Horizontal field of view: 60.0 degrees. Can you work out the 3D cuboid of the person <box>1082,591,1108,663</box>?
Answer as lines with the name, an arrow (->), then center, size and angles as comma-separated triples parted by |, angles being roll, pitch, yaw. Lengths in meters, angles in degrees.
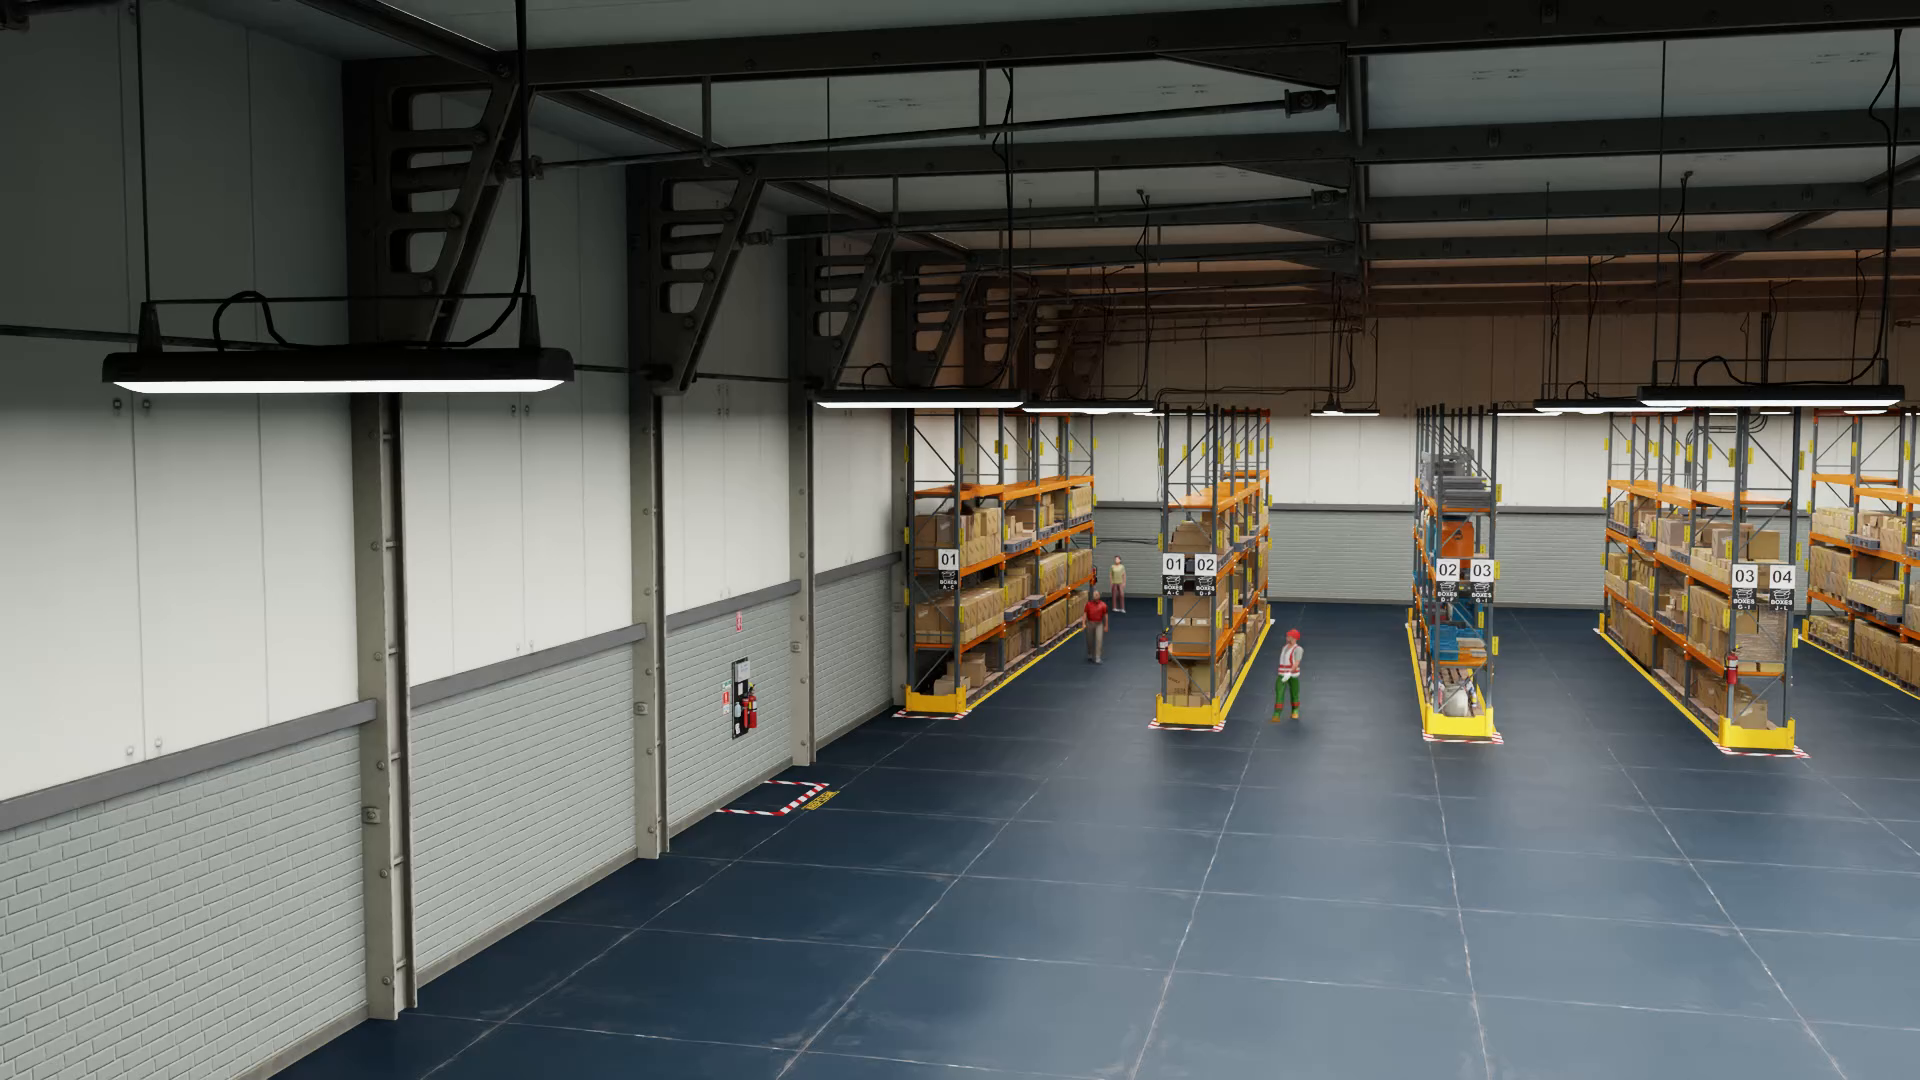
person -> 3.177, 2.035, 39.107 | 0.610, 1.676, 1.025 | 1, 4, 8

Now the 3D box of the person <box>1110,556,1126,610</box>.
person -> 4.689, 1.260, 49.380 | 0.467, 1.593, 0.452 | -1, 4, -13

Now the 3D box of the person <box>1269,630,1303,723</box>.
person -> 6.170, 2.549, 31.226 | 0.498, 1.719, 1.048 | 2, 5, 28

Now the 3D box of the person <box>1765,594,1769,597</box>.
person -> 20.776, 1.739, 43.228 | 0.475, 1.612, 1.047 | 3, 5, 31
